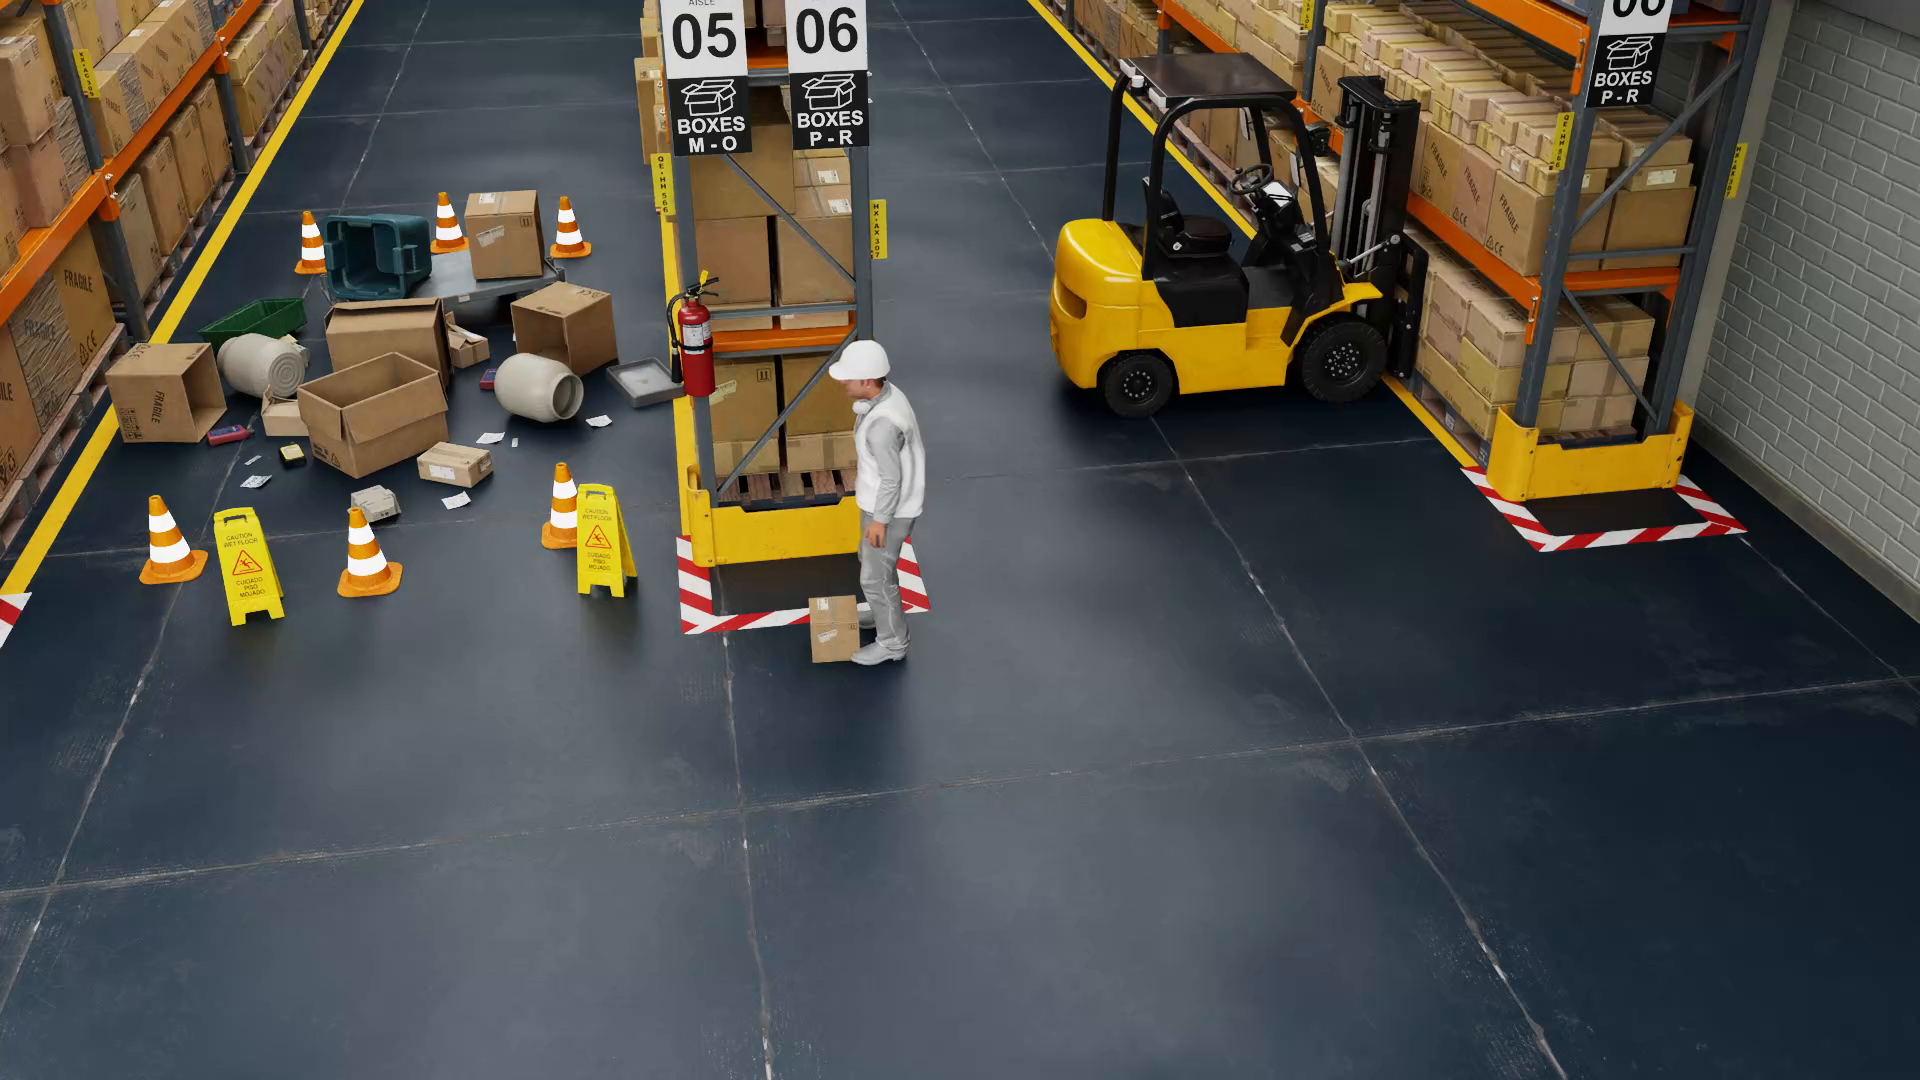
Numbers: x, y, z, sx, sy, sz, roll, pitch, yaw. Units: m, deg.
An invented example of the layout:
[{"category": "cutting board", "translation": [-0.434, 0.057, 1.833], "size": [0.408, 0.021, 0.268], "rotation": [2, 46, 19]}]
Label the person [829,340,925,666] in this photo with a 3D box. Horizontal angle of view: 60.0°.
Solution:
[{"category": "person", "translation": [-0.406, -0.208, 8.458], "size": [0.463, 1.757, 0.578], "rotation": [-3, 31, -5]}]
